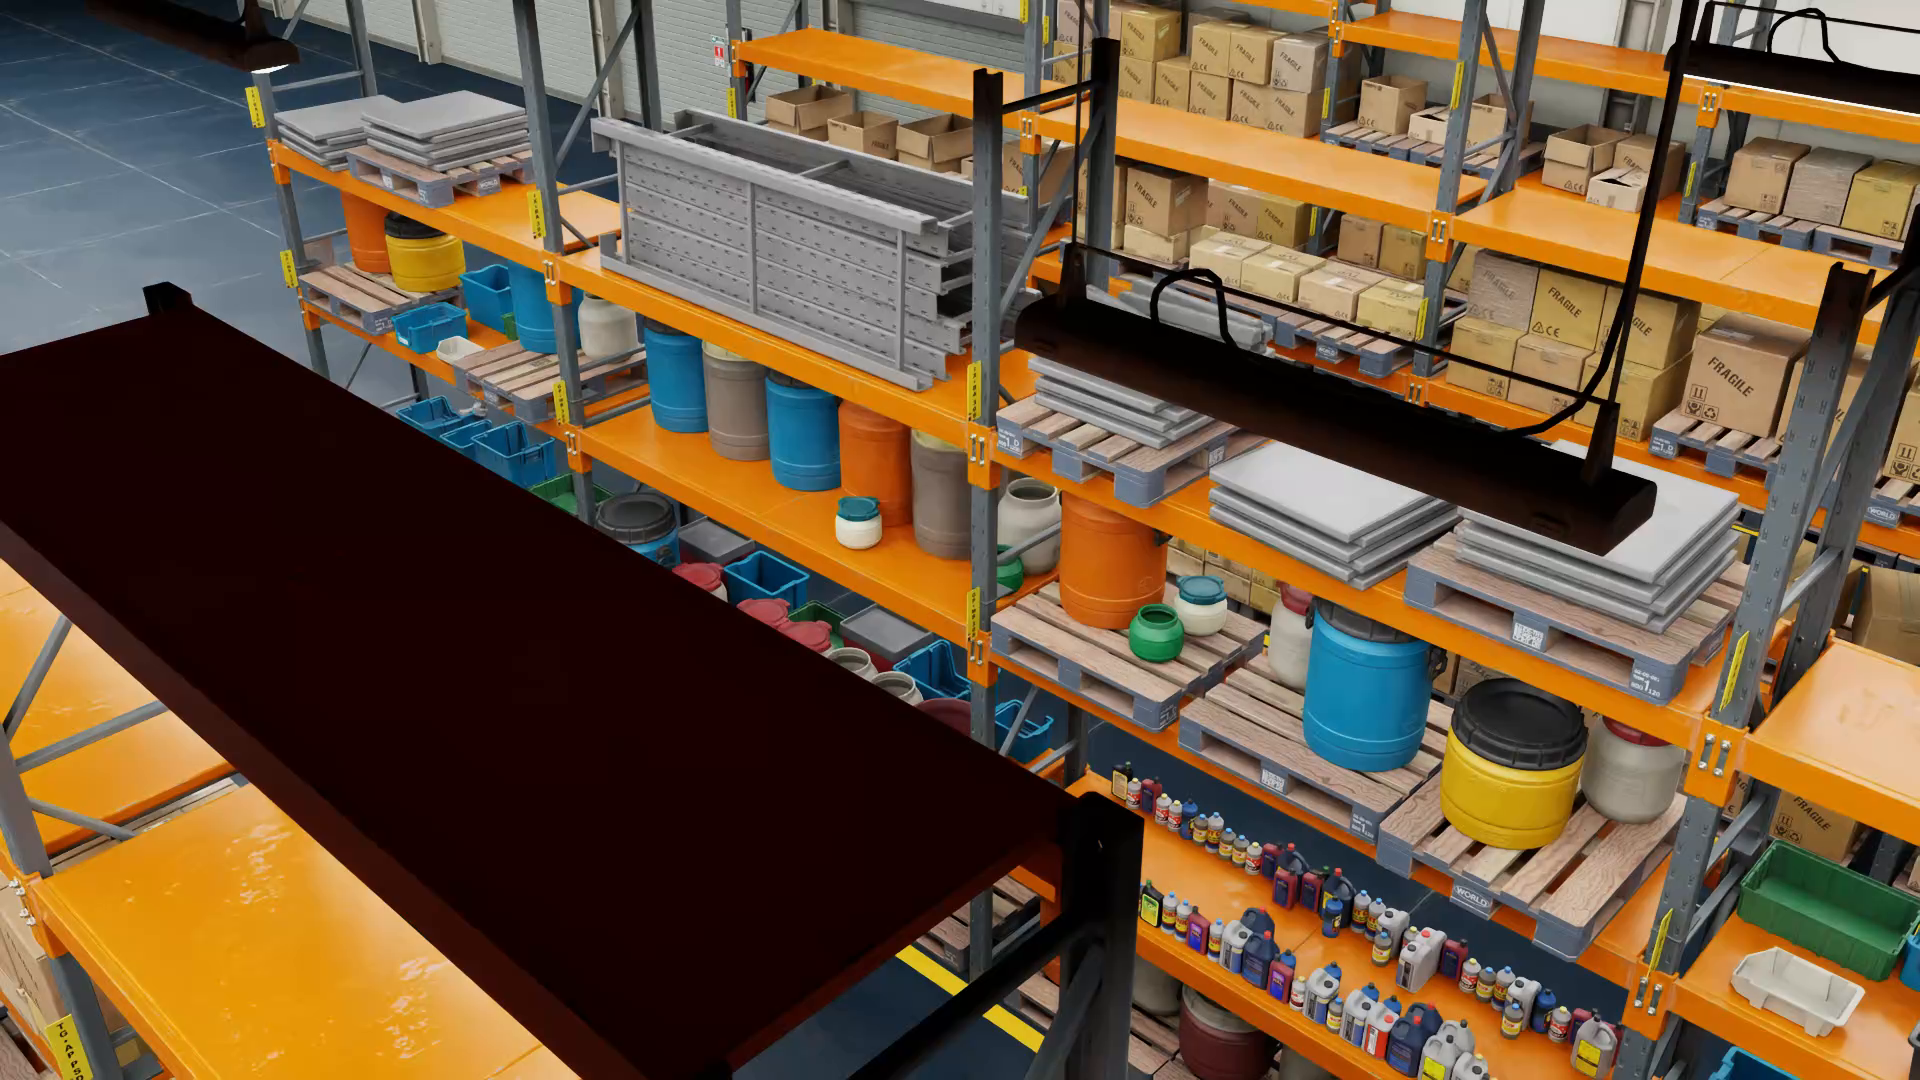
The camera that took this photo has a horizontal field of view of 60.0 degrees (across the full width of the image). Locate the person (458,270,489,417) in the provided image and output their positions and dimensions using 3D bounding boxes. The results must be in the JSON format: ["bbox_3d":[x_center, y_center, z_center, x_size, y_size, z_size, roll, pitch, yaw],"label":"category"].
[{"bbox_3d":[-5.133,-2.145,18.294,0.894,1.736,0.574,-16,33,-25],"label":"person"}]
